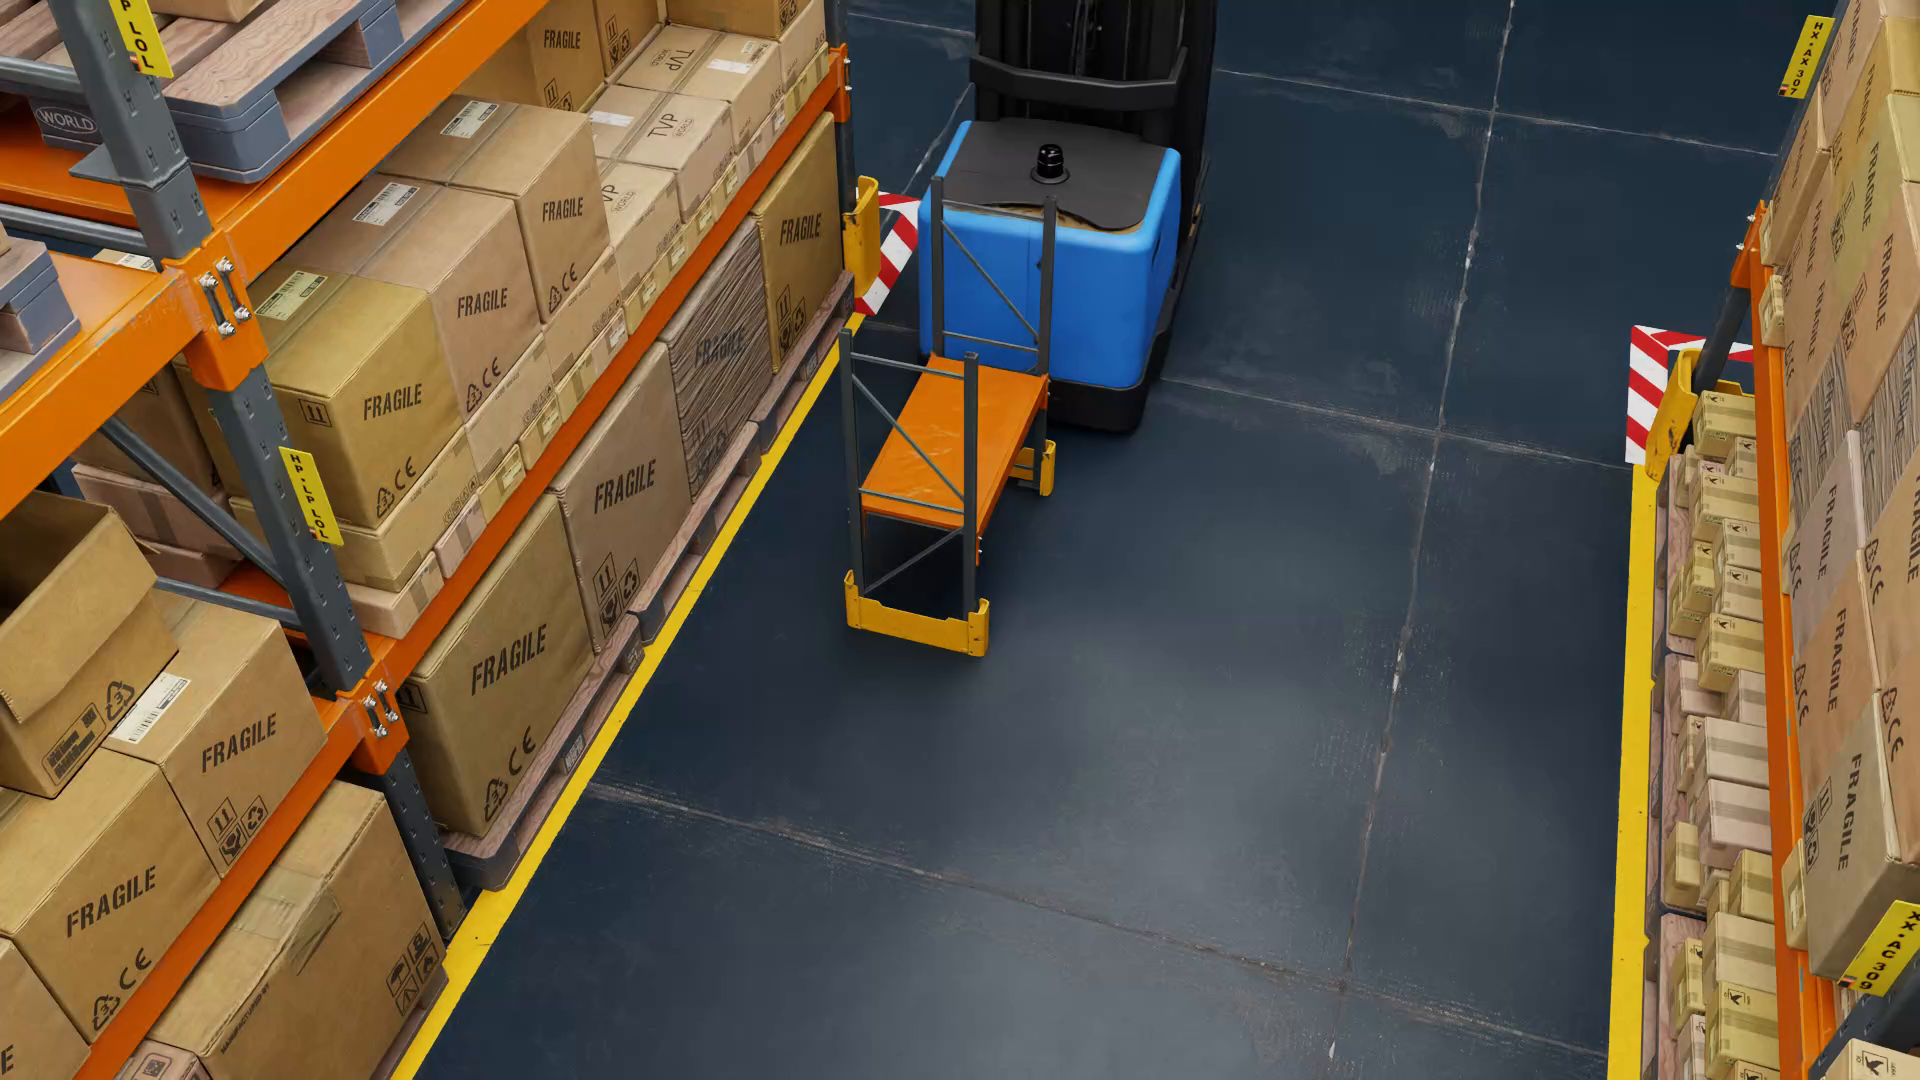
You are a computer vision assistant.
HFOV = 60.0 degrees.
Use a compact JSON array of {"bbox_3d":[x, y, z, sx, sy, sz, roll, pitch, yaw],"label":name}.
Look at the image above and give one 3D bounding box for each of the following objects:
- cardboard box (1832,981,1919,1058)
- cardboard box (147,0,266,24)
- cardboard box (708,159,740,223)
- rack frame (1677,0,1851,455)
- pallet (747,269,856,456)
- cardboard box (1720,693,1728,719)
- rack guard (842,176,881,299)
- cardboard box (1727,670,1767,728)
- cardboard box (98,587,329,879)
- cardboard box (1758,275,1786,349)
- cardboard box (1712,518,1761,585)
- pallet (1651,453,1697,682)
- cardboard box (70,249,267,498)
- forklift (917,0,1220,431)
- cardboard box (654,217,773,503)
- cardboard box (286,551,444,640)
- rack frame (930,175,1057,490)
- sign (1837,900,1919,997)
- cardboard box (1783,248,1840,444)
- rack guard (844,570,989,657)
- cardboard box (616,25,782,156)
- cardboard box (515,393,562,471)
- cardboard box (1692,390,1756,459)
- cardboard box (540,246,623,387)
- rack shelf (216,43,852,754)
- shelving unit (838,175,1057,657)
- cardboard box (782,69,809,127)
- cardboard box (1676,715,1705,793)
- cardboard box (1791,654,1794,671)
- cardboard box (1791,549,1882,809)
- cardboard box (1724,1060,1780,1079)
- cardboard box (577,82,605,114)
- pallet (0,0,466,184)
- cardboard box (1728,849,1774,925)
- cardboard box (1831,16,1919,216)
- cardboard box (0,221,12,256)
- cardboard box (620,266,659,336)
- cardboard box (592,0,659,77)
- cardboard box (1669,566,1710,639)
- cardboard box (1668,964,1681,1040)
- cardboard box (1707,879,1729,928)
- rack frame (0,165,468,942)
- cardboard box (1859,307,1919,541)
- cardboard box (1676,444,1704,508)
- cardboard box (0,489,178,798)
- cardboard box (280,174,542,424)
[{"bbox_3d":[2.343,1.133,4.026,0.380,0.149,0.250,12,46,12],"label":"cardboard box"},{"bbox_3d":[-2.037,-1.663,4.116,0.700,0.500,0.500,10,45,10],"label":"cardboard box"},{"bbox_3d":[-1.107,-1.423,6.638,0.380,0.149,0.250,12,46,12],"label":"cardboard box"},{"bbox_3d":[3.691,-1.383,6.418,1.000,3.000,0.127,13,46,13],"label":"rack frame"},{"bbox_3d":[-1.173,-0.955,7.974,1.003,0.211,1.213,13,46,13],"label":"pallet"},{"bbox_3d":[2.948,0.561,5.956,0.380,0.149,0.250,15,46,15],"label":"cardboard box"},{"bbox_3d":[-0.998,-1.624,8.451,1.175,0.500,0.348,13,46,13],"label":"rack guard"},{"bbox_3d":[2.844,0.620,5.684,0.380,0.149,0.250,13,46,13],"label":"cardboard box"},{"bbox_3d":[-2.098,0.499,4.423,0.500,0.500,0.500,13,46,13],"label":"cardboard box"},{"bbox_3d":[3.111,-0.800,6.002,0.380,0.149,0.250,11,46,11],"label":"cardboard box"},{"bbox_3d":[3.045,0.083,6.232,0.380,0.149,0.250,10,45,11],"label":"cardboard box"},{"bbox_3d":[3.388,0.198,6.795,1.003,0.211,1.213,13,46,13],"label":"pallet"},{"bbox_3d":[-2.332,-0.519,4.893,0.500,0.500,0.500,14,46,14],"label":"cardboard box"},{"bbox_3d":[0.672,-2.591,7.701,1.130,2.935,3.031,10,45,10],"label":"forklift"},{"bbox_3d":[-1.398,-0.842,7.083,0.875,0.875,0.875,13,46,13],"label":"cardboard box"},{"bbox_3d":[-1.810,0.128,5.053,0.380,0.149,0.250,13,46,13],"label":"cardboard box"},{"bbox_3d":[0.128,-0.818,6.913,0.500,1.500,0.032,13,46,13],"label":"rack frame"},{"bbox_3d":[1.960,0.864,3.502,0.100,0.325,0.005,13,46,13],"label":"sign"},{"bbox_3d":[2.994,-0.598,5.332,0.500,0.500,0.500,13,46,13],"label":"cardboard box"},{"bbox_3d":[-0.174,0.293,6.670,0.587,0.250,0.087,13,46,13],"label":"rack guard"},{"bbox_3d":[-1.053,-1.836,6.776,0.500,0.250,0.500,12,46,12],"label":"cardboard box"},{"bbox_3d":[-1.573,-0.398,5.591,0.380,0.149,0.250,11,46,11],"label":"cardboard box"},{"bbox_3d":[3.209,-0.450,6.776,0.380,0.149,0.250,11,45,11],"label":"cardboard box"},{"bbox_3d":[-1.518,-0.822,5.739,0.500,0.250,0.500,14,46,13],"label":"cardboard box"},{"bbox_3d":[-1.611,-0.911,6.449,1.077,0.370,4.000,13,46,13],"label":"rack shelf"},{"bbox_3d":[-0.023,-0.485,6.573,0.587,1.500,1.083,13,46,13],"label":"shelving unit"},{"bbox_3d":[-0.876,-1.930,7.157,0.380,0.149,0.250,13,46,13],"label":"cardboard box"},{"bbox_3d":[2.772,0.801,5.924,0.380,0.149,0.250,13,46,13],"label":"cardboard box"},{"bbox_3d":[2.611,0.419,4.756,0.380,0.149,0.250,11,45,11],"label":"cardboard box"},{"bbox_3d":[2.515,0.413,4.298,0.500,0.500,0.500,11,46,11],"label":"cardboard box"},{"bbox_3d":[2.339,1.647,4.634,0.380,0.149,0.250,14,46,14],"label":"cardboard box"},{"bbox_3d":[-1.715,-1.609,6.543,0.500,0.250,0.500,11,45,11],"label":"cardboard box"},{"bbox_3d":[-1.959,-1.418,4.372,1.003,0.211,1.213,13,46,13],"label":"pallet"},{"bbox_3d":[2.601,1.145,5.147,0.380,0.149,0.250,14,46,14],"label":"cardboard box"},{"bbox_3d":[3.155,-1.302,5.336,0.500,0.500,0.500,14,46,14],"label":"cardboard box"},{"bbox_3d":[-2.383,-0.704,3.207,0.700,0.500,0.500,14,46,13],"label":"cardboard box"},{"bbox_3d":[-1.340,-0.911,6.115,0.380,0.149,0.250,11,46,11],"label":"cardboard box"},{"bbox_3d":[-1.559,-2.226,6.637,0.500,0.500,0.500,12,46,12],"label":"cardboard box"},{"bbox_3d":[2.976,0.273,6.463,0.380,0.149,0.250,13,46,13],"label":"cardboard box"},{"bbox_3d":[2.451,1.473,5.237,0.380,0.149,0.250,11,45,11],"label":"cardboard box"},{"bbox_3d":[2.576,1.257,5.245,0.380,0.149,0.250,13,46,13],"label":"cardboard box"},{"bbox_3d":[-2.217,0.165,4.835,1.000,3.000,0.127,13,46,13],"label":"rack frame"},{"bbox_3d":[2.684,-0.271,4.282,0.500,0.500,0.500,14,46,14],"label":"cardboard box"},{"bbox_3d":[3.227,-0.233,6.980,0.380,0.149,0.250,13,46,13],"label":"cardboard box"},{"bbox_3d":[-2.402,0.199,4.013,0.797,0.503,0.637,11,46,11],"label":"cardboard box"},{"bbox_3d":[-1.671,-0.747,5.126,0.500,0.500,0.500,13,46,13],"label":"cardboard box"}]
